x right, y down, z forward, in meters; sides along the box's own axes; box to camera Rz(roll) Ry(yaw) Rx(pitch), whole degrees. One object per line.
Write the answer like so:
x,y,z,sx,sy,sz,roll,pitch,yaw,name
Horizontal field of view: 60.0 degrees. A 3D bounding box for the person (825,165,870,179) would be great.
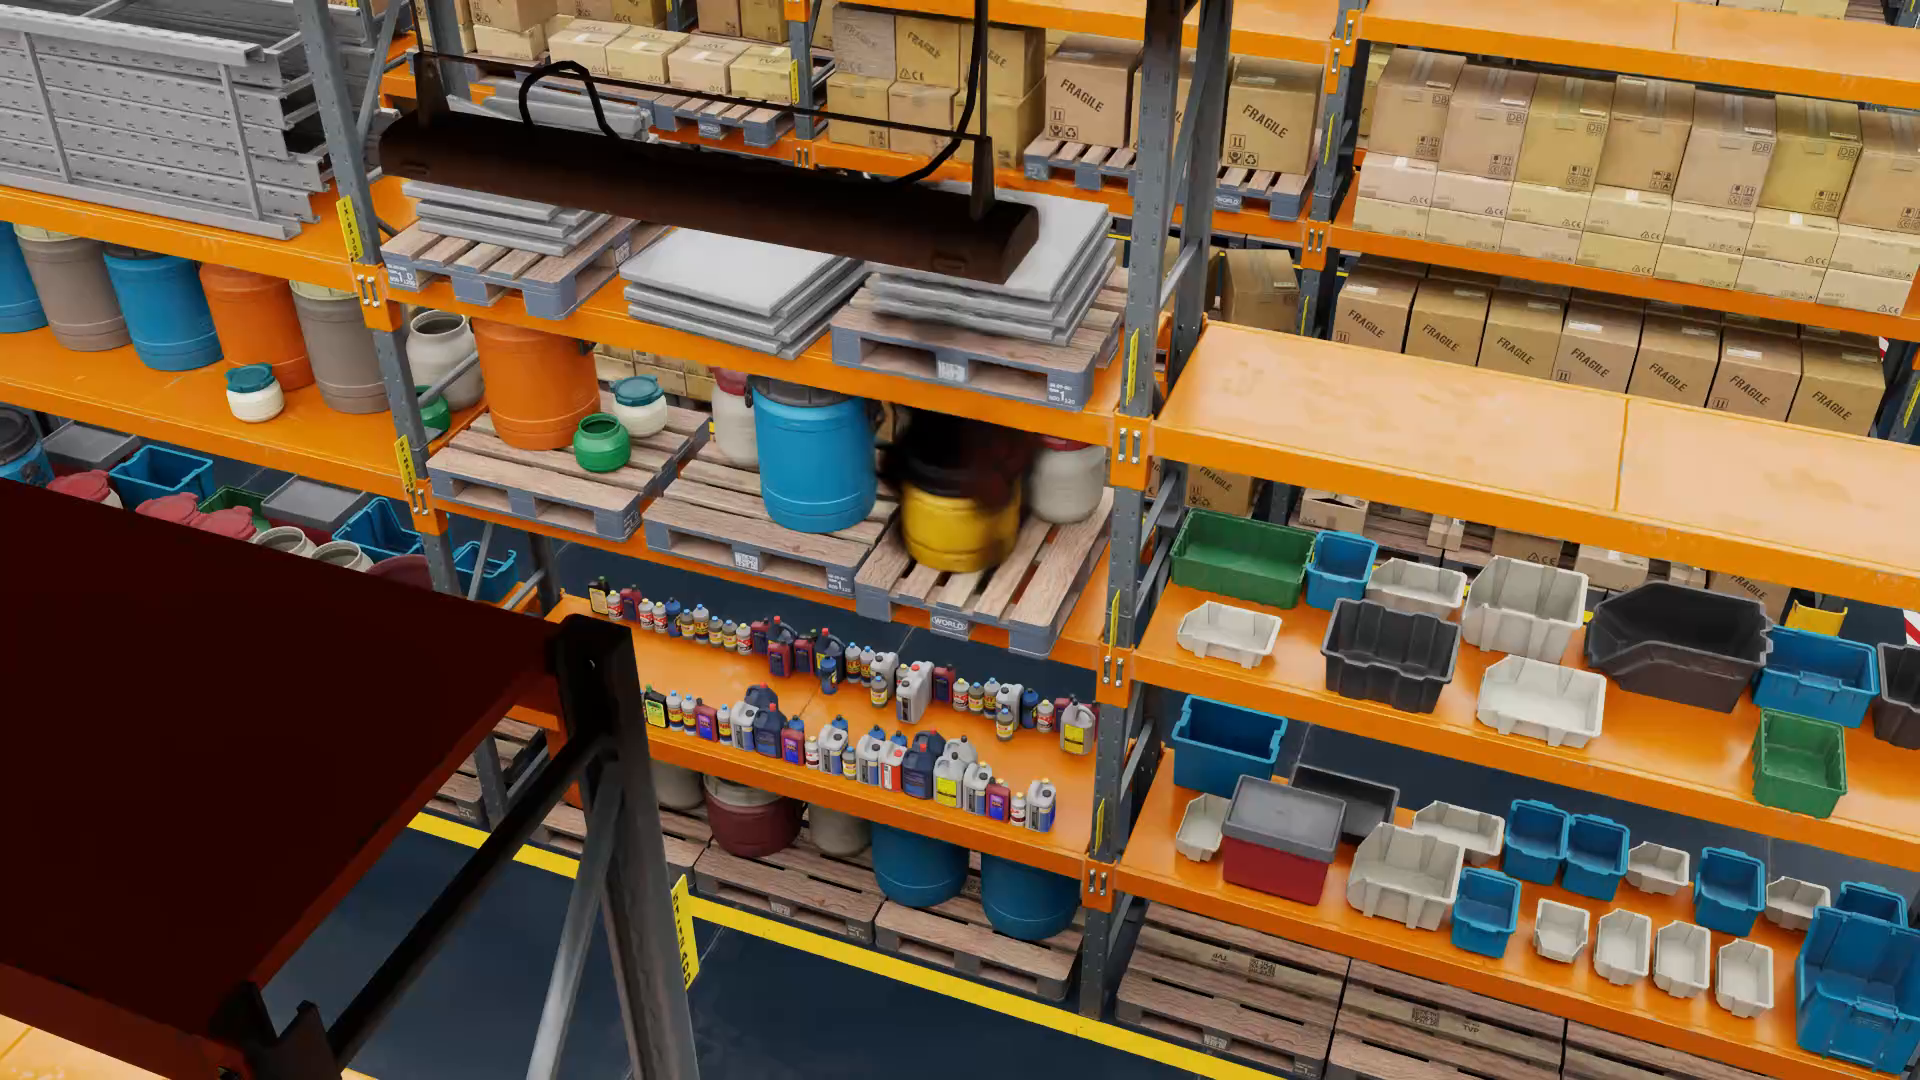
-1.106,-3.078,16.207,0.643,1.645,0.615,9,37,12,person
